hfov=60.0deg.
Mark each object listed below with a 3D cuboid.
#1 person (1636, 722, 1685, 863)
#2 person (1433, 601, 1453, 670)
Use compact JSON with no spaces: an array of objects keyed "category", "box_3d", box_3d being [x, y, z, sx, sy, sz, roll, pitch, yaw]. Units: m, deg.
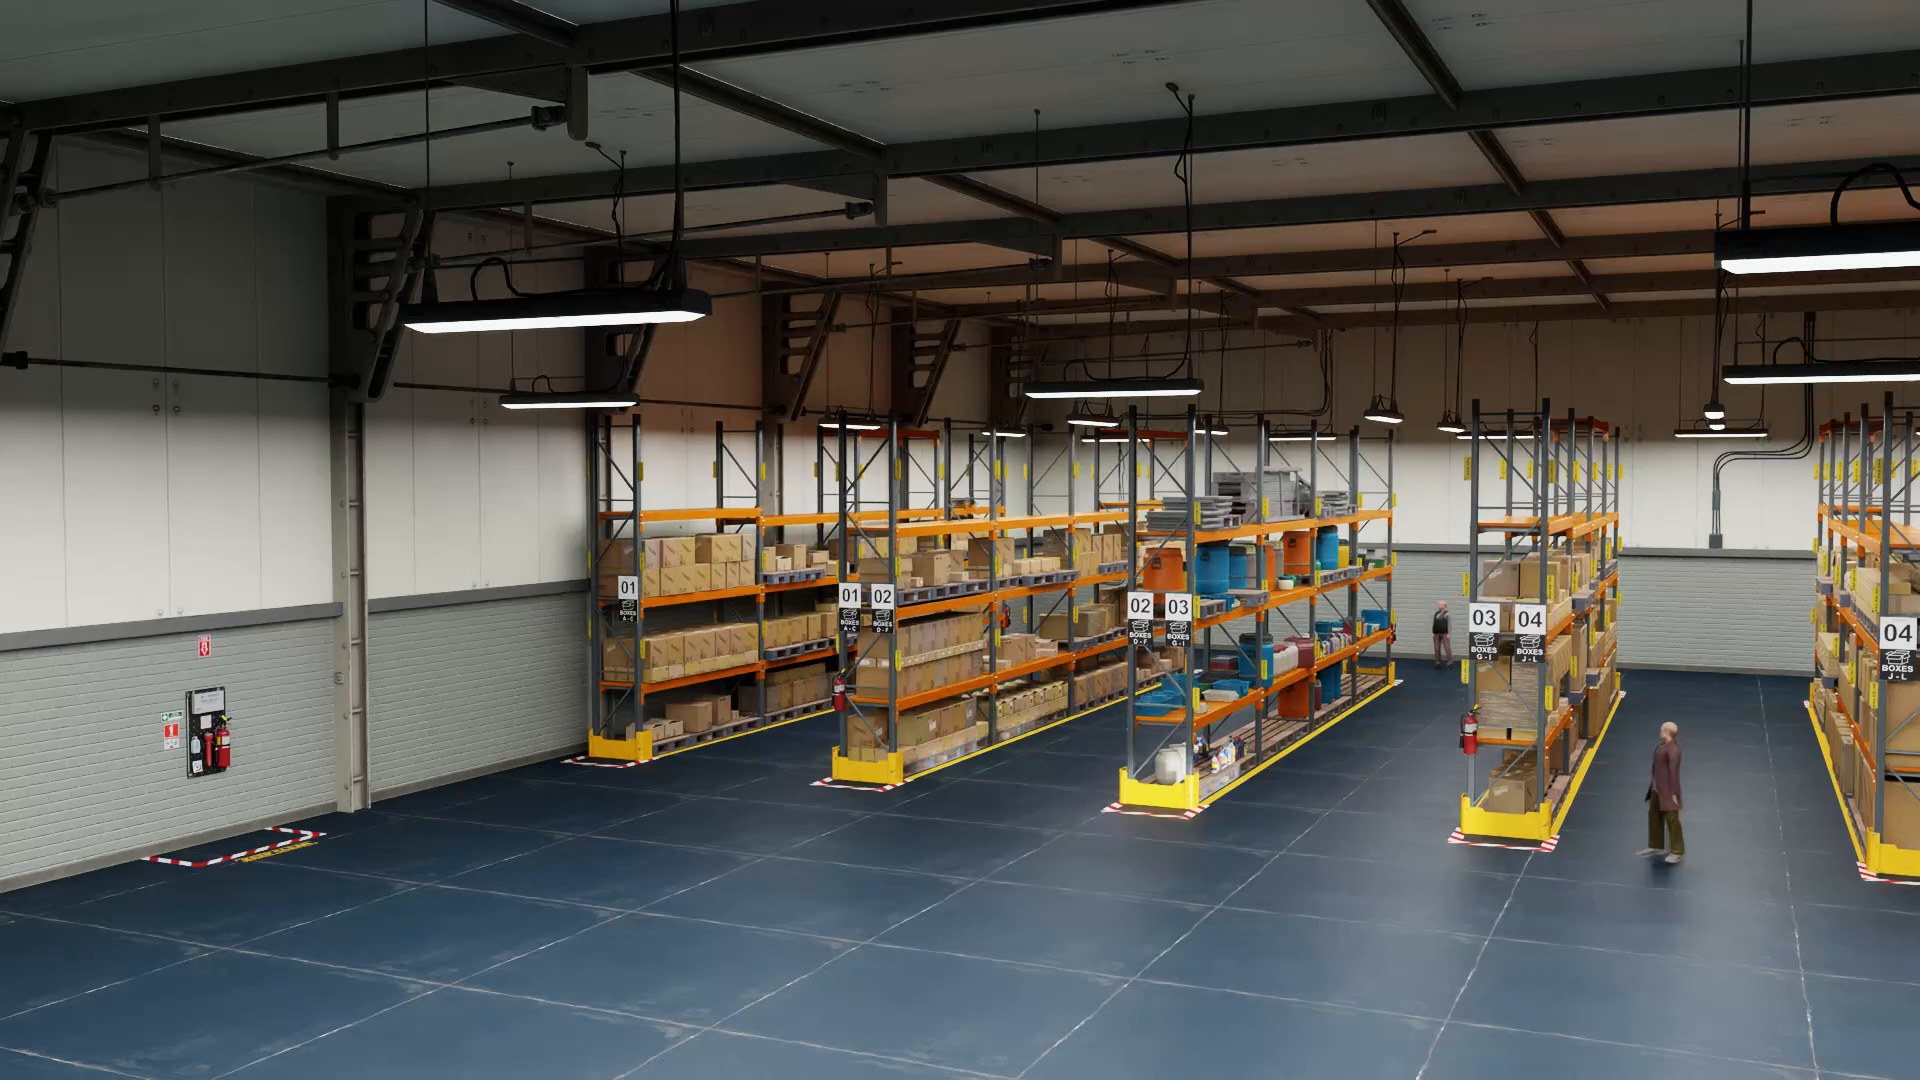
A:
[{"category":"person","box_3d":[9.044,3.226,21.393,0.480,1.810,0.742,0,2,-3]},{"category":"person","box_3d":[12.242,2.410,42.191,0.573,1.729,0.438,2,3,42]}]
